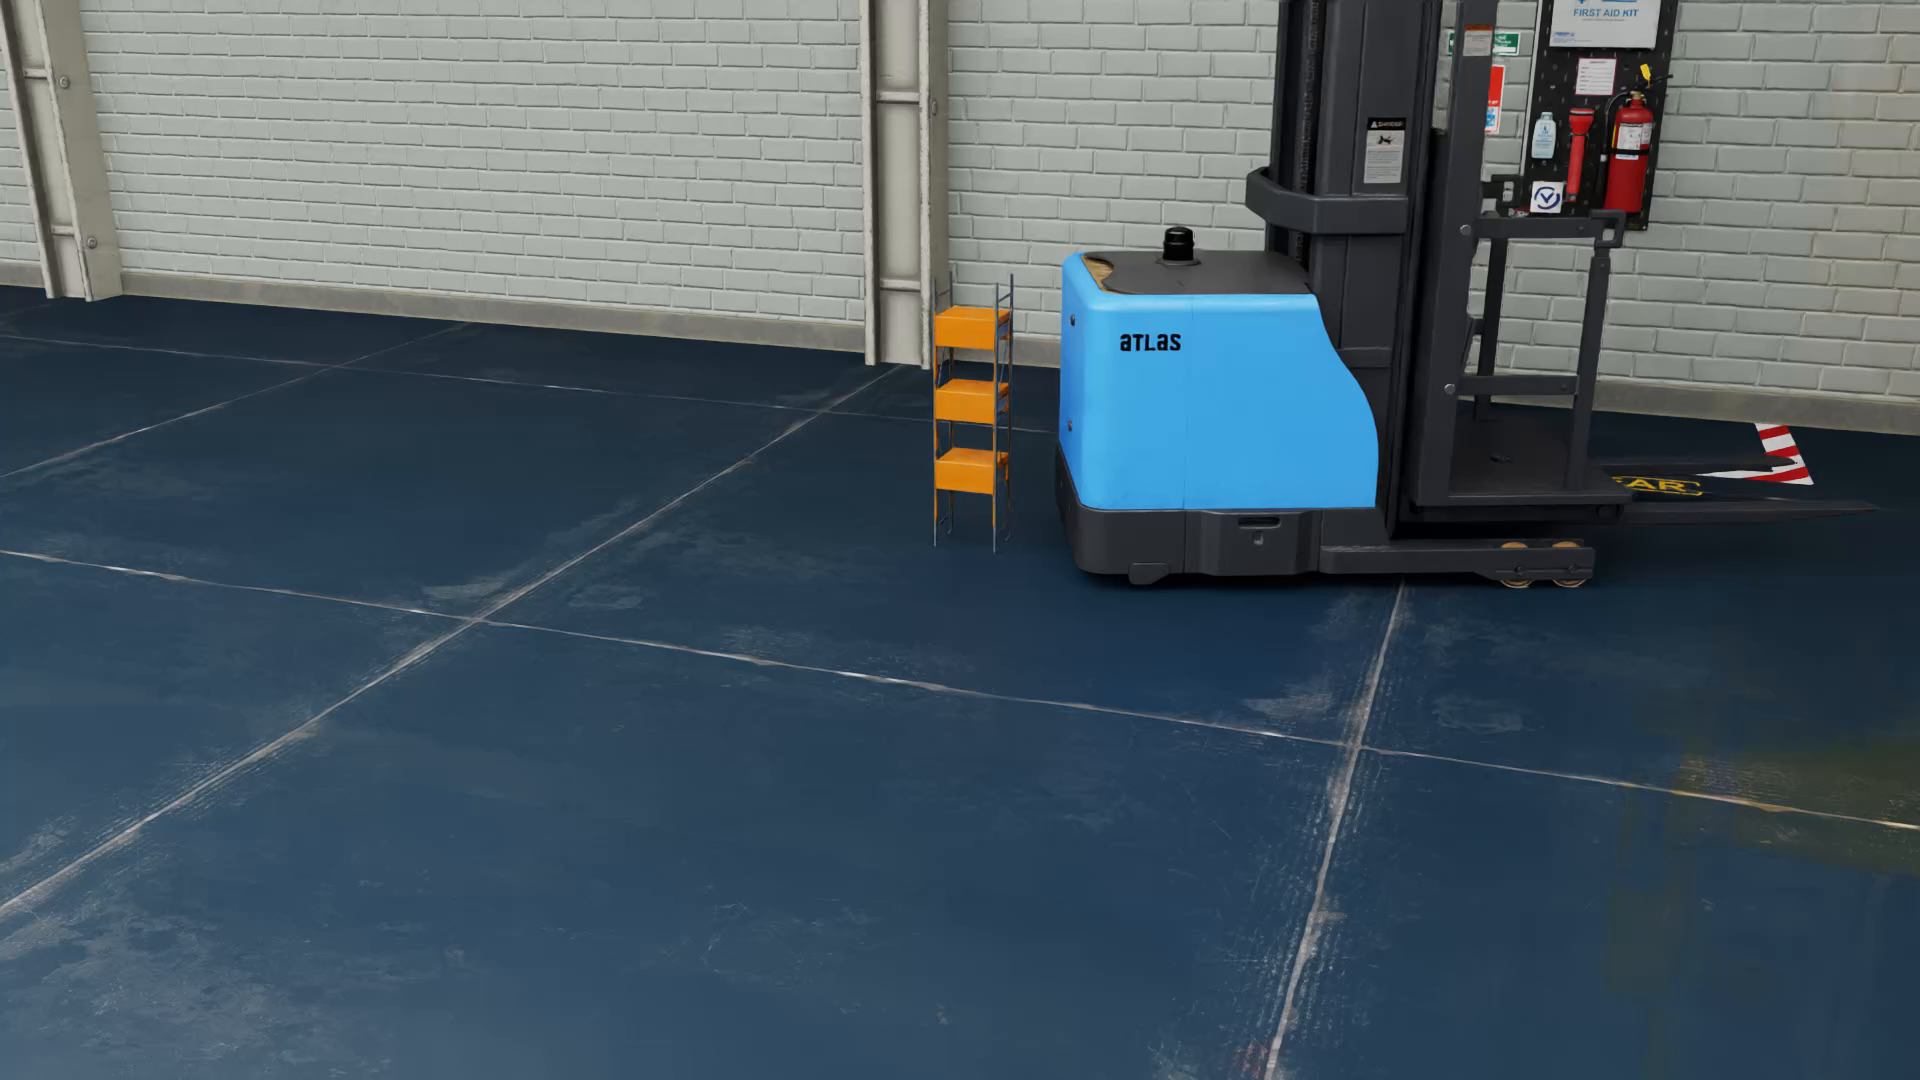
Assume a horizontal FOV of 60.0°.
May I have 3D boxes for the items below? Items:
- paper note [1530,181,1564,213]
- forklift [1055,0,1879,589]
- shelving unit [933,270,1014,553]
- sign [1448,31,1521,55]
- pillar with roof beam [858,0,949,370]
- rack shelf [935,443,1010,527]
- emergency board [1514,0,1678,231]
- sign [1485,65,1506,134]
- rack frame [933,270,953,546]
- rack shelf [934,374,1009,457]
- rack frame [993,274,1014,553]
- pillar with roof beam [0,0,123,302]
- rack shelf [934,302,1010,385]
[{"bbox_3d":[2.900,-1.694,8.218,0.142,0.148,0.016,7,20,18],"label":"paper note"},{"bbox_3d":[1.923,-1.381,6.087,3.031,2.935,1.130,-1,19,-2],"label":"forklift"},{"bbox_3d":[0.051,-0.490,6.387,0.252,1.050,0.215,7,20,18],"label":"shelving unit"},{"bbox_3d":[2.558,-2.425,8.118,0.331,0.109,0.001,7,20,18],"label":"sign"},{"bbox_3d":[-1.714,-3.933,4.189,0.400,9.000,9.100,7,20,18],"label":"pillar with roof beam"},{"bbox_3d":[0.051,-0.218,6.482,0.240,0.259,0.215,7,20,18],"label":"rack shelf"},{"bbox_3d":[3.045,-2.070,7.957,0.643,1.169,0.194,7,20,18],"label":"emergency board"},{"bbox_3d":[2.556,-2.178,8.214,0.234,0.329,0.001,7,20,18],"label":"sign"},{"bbox_3d":[-0.065,-0.503,6.425,0.008,1.050,0.200,7,20,18],"label":"rack frame"},{"bbox_3d":[0.051,-0.480,6.390,0.240,0.259,0.215,7,20,18],"label":"rack shelf"},{"bbox_3d":[0.166,-0.477,6.349,0.008,1.050,0.200,7,20,18],"label":"rack frame"},{"bbox_3d":[-7.381,-4.581,6.048,0.400,9.000,9.100,7,20,18],"label":"pillar with roof beam"},{"bbox_3d":[0.051,-0.748,6.297,0.240,0.259,0.215,7,20,18],"label":"rack shelf"}]
